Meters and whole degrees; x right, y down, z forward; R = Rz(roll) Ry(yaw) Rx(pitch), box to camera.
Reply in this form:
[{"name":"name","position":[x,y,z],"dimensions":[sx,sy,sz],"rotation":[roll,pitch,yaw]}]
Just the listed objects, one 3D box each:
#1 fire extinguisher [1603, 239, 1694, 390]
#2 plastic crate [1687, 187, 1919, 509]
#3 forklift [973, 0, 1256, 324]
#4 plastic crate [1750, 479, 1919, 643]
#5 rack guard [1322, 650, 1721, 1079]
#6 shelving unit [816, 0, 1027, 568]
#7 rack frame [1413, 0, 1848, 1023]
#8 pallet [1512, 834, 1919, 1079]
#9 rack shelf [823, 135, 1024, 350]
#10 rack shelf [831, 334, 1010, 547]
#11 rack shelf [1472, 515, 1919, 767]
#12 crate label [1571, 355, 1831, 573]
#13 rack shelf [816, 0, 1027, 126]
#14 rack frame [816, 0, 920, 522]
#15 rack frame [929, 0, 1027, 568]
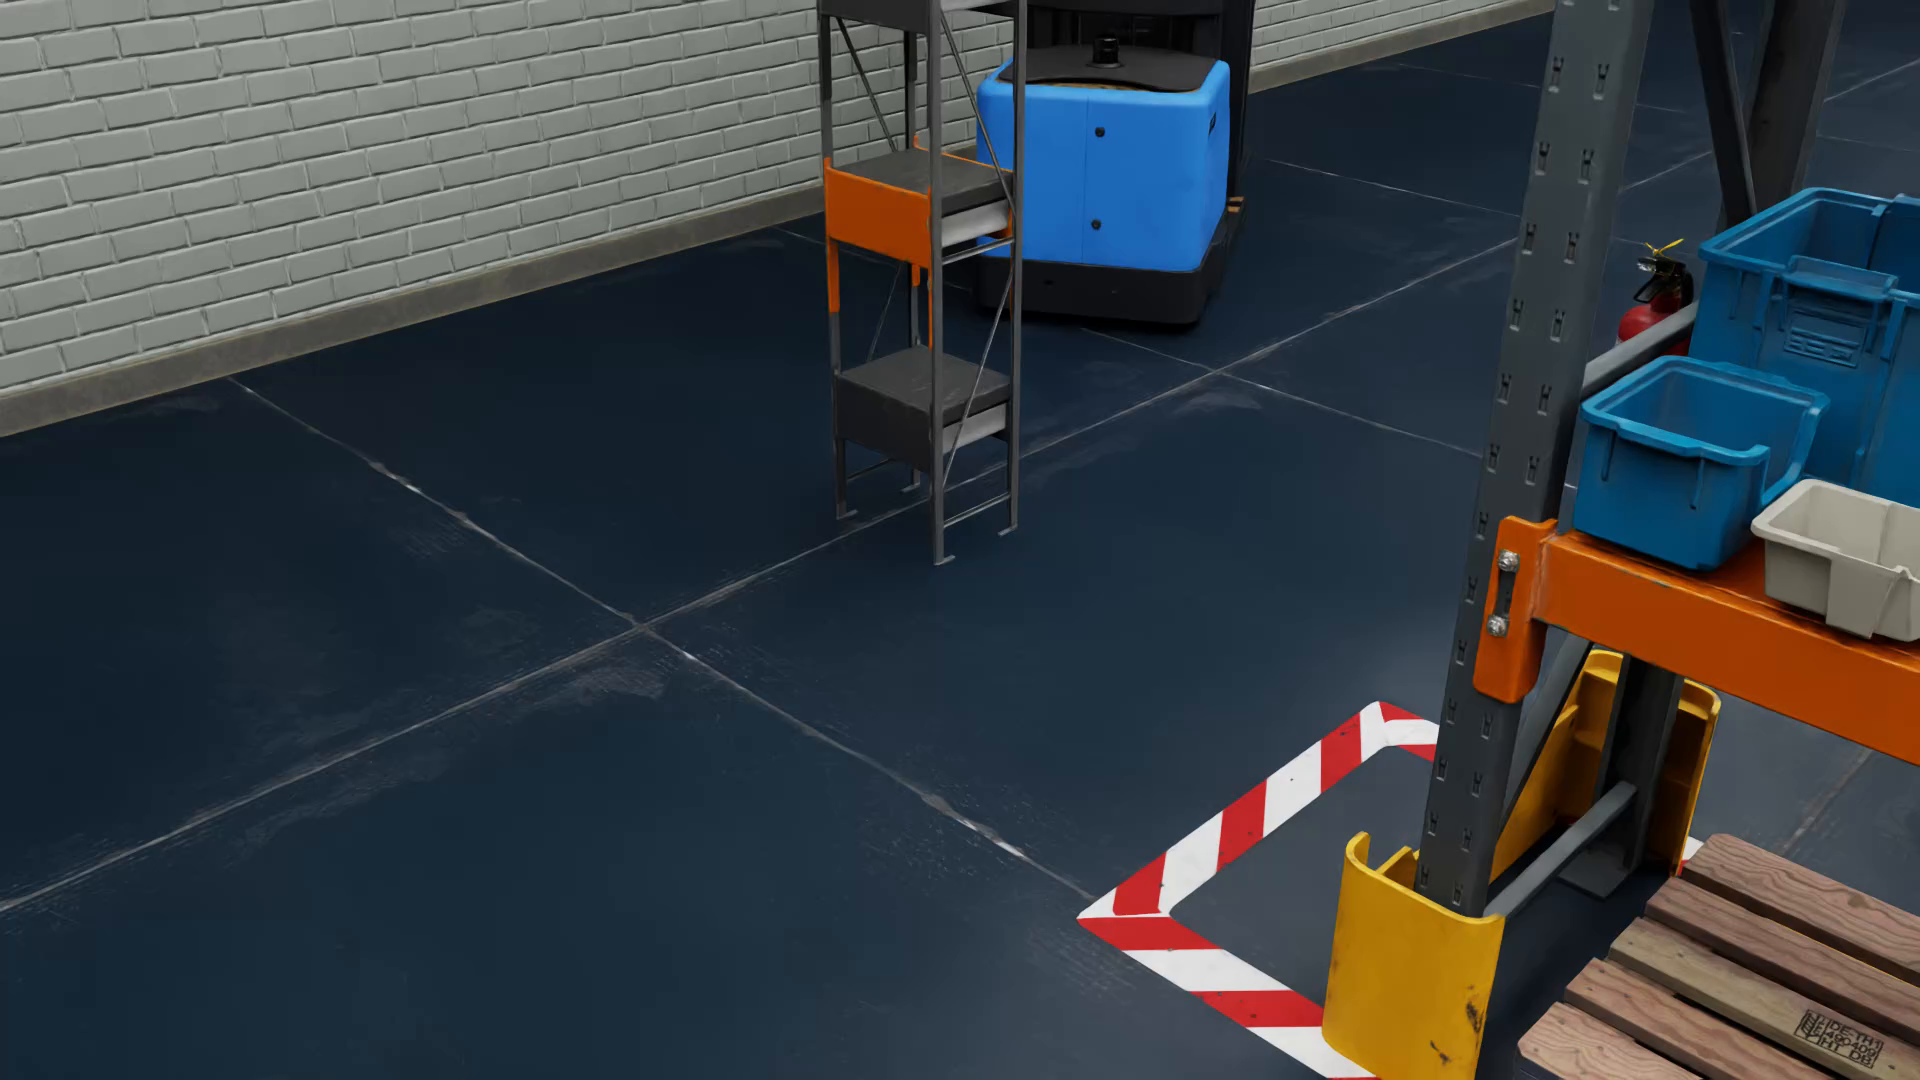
[{"name":"fire extinguisher","position":[1.542,-0.370,3.715],"dimensions":[0.183,0.674,0.296],"rotation":[25,36,38]},{"name":"plastic crate","position":[1.701,-0.364,3.118],"dimensions":[0.499,0.435,0.616],"rotation":[25,36,38]},{"name":"forklift","position":[0.931,-2.930,8.174],"dimensions":[1.130,2.935,3.031],"rotation":[7,29,13]},{"name":"plastic crate","position":[1.447,0.043,2.665],"dimensions":[0.298,0.136,0.250],"rotation":[25,36,38]},{"name":"rack guard","position":[1.305,0.733,3.818],"dimensions":[0.348,0.500,1.175],"rotation":[25,36,38]},{"name":"shelving unit","position":[-0.118,-0.983,5.364],"dimensions":[0.503,2.100,0.431],"rotation":[25,36,38]},{"name":"rack frame","position":[1.331,-0.369,3.230],"dimensions":[0.127,3.000,1.000],"rotation":[25,36,38]},{"name":"pallet","position":[1.892,1.147,3.342],"dimensions":[1.213,0.211,1.003],"rotation":[25,36,38]},{"name":"rack shelf","position":[-0.118,-0.971,5.370],"dimensions":[0.480,0.518,0.431],"rotation":[25,36,38]},{"name":"rack shelf","position":[-0.118,-0.352,5.696],"dimensions":[0.480,0.518,0.431],"rotation":[25,36,38]},{"name":"rack shelf","position":[2.757,0.602,2.156],"dimensions":[4.000,0.370,1.077],"rotation":[25,36,38]},{"name":"crate label","position":[1.276,-0.132,2.894],"dimensions":[0.303,0.233,0.416],"rotation":[25,36,38]},{"name":"rack shelf","position":[-0.118,-1.591,5.045],"dimensions":[0.480,0.518,0.431],"rotation":[25,36,38]},{"name":"rack frame","position":[-0.292,-1.063,5.515],"dimensions":[0.015,2.100,0.400],"rotation":[25,36,38]},{"name":"rack frame","position":[0.056,-0.904,5.213],"dimensions":[0.015,2.100,0.400],"rotation":[25,36,38]}]
